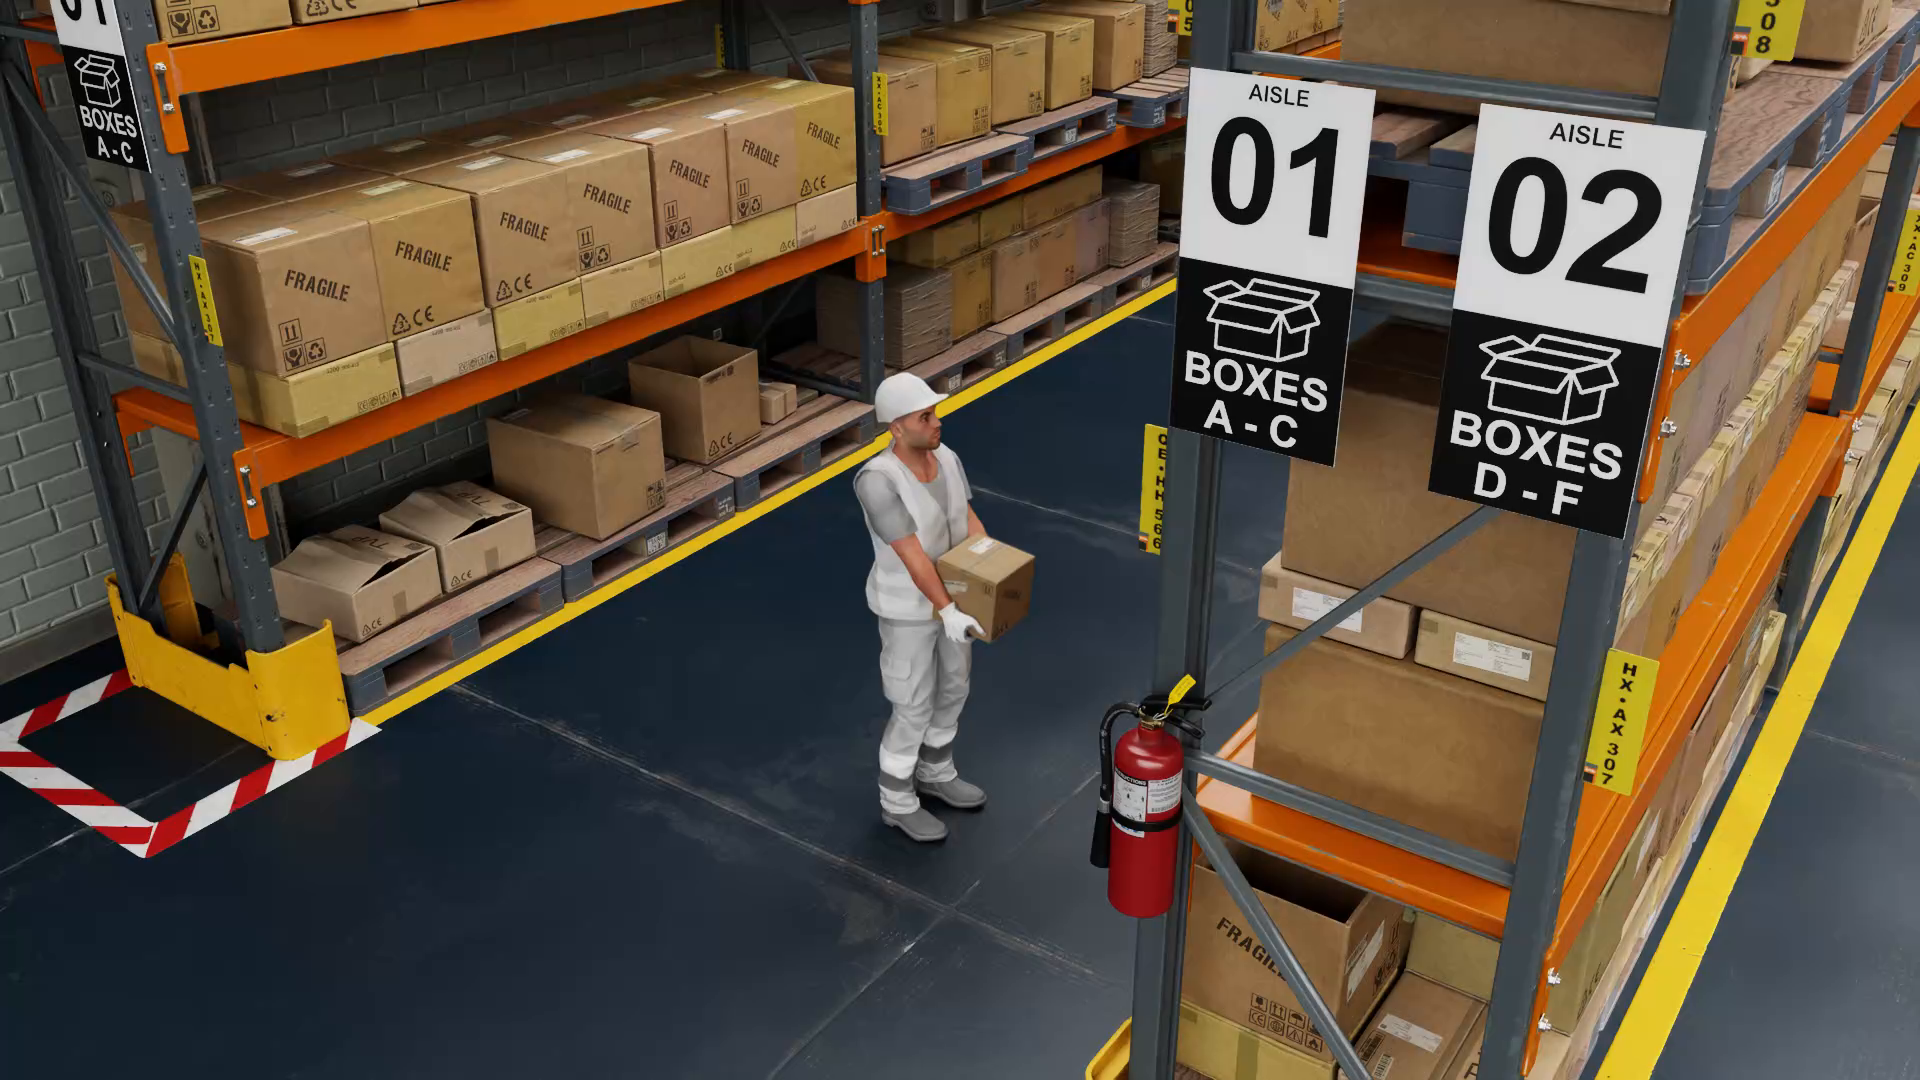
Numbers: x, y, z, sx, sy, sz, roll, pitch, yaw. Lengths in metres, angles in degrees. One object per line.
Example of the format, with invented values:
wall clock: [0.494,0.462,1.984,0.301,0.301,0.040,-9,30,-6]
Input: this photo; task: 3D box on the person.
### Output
person: [-0.057,0.269,6.063,0.563,1.781,0.494,17,31,31]
